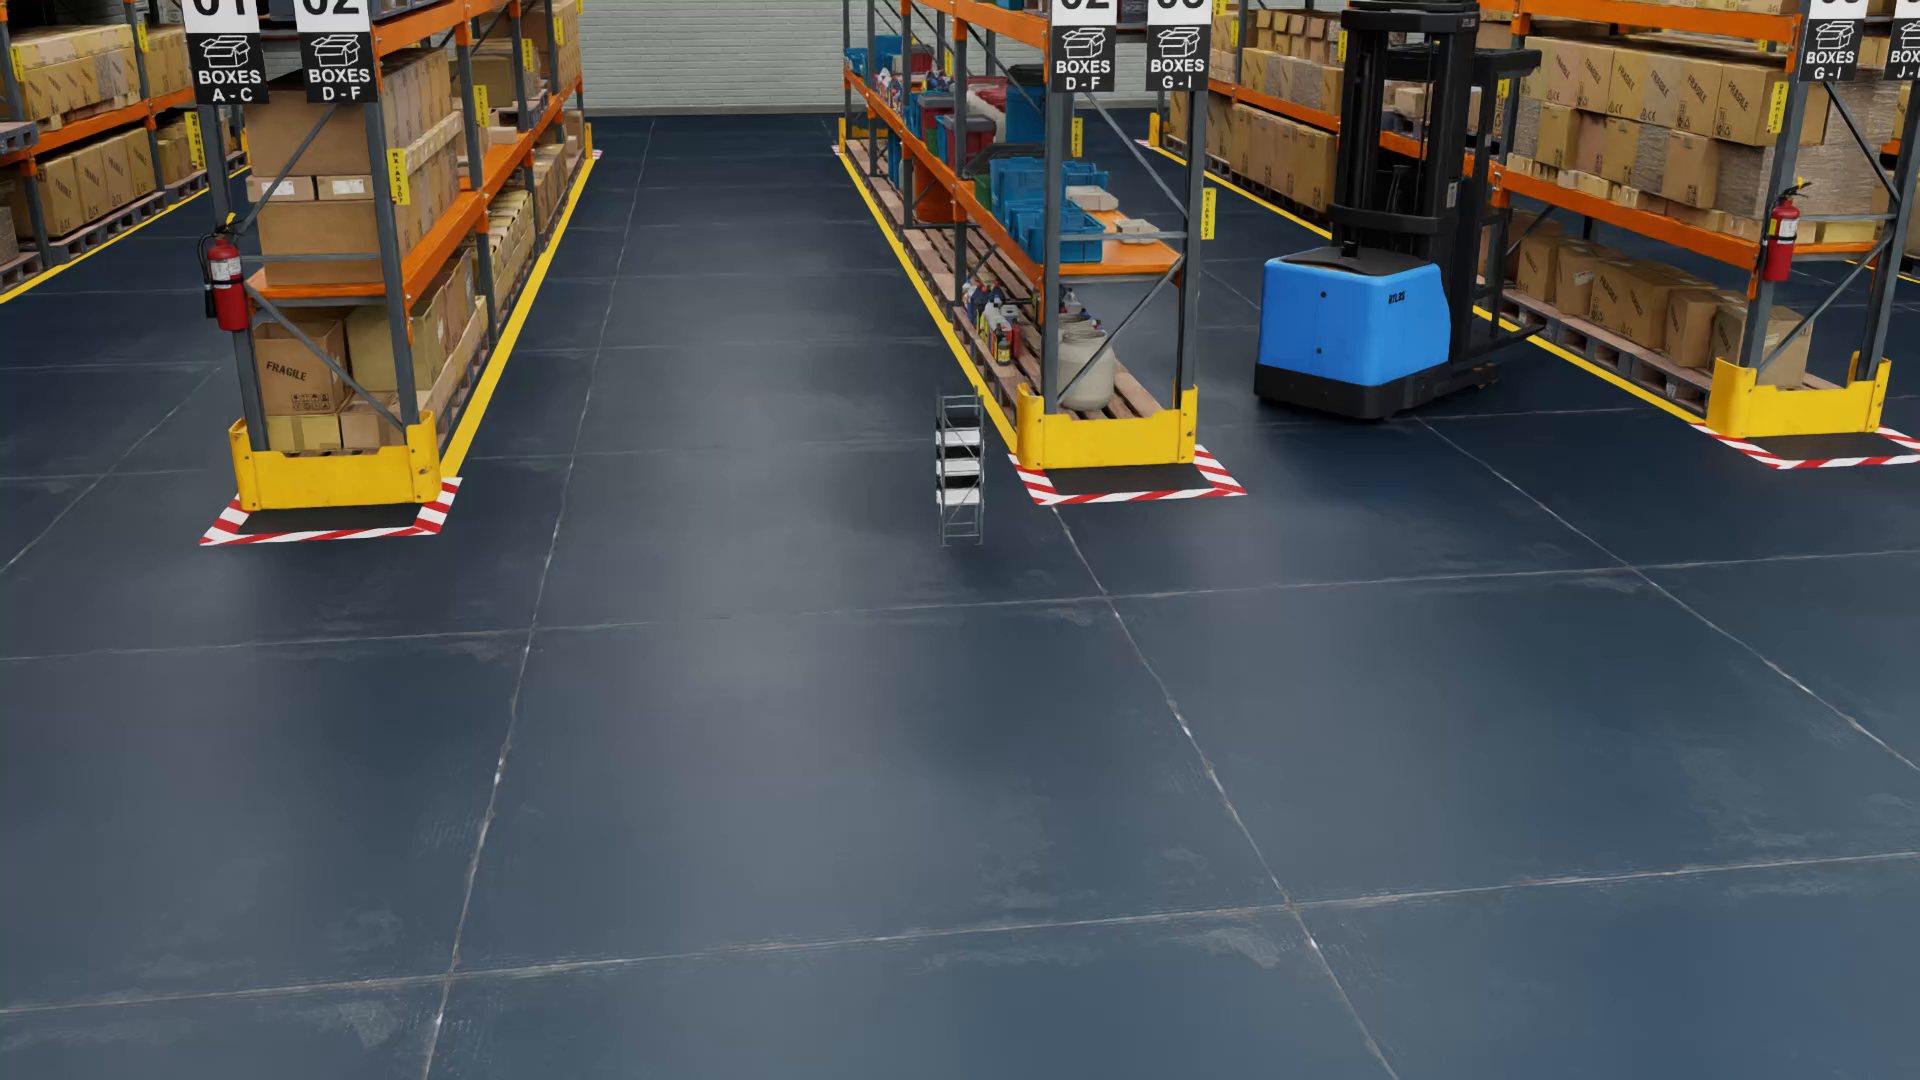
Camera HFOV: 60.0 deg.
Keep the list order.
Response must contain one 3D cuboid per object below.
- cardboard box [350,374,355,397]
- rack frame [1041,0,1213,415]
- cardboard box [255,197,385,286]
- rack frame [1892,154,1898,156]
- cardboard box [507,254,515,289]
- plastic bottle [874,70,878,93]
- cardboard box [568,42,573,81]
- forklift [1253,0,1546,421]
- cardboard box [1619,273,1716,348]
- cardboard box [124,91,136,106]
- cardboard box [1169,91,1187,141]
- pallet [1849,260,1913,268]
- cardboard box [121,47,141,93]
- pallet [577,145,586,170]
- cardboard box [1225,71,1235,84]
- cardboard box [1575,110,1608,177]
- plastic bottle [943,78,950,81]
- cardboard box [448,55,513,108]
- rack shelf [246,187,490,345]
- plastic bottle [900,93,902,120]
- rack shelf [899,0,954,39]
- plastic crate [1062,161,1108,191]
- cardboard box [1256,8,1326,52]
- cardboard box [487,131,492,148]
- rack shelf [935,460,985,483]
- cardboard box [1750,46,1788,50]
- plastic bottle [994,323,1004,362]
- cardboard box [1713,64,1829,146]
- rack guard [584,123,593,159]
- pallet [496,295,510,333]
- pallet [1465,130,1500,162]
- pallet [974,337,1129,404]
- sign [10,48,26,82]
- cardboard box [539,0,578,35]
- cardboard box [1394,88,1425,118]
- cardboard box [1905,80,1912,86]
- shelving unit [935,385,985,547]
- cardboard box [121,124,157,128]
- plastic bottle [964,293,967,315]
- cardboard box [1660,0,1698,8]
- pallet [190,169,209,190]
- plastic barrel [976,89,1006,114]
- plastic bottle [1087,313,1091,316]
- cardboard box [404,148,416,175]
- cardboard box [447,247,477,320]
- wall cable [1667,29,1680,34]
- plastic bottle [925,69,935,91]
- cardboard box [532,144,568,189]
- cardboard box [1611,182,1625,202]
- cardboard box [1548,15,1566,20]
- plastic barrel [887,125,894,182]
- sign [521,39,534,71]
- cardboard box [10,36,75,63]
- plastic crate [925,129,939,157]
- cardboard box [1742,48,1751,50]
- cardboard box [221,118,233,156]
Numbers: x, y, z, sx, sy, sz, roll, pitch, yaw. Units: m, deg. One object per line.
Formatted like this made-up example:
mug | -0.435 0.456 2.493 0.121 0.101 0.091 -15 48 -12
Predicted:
cardboard box | -4.323 -0.931 11.250 0.500 0.250 0.500 -3 21 -8
rack frame | 1.033 -1.927 10.589 1.000 3.000 0.127 -3 21 -8
cardboard box | -3.924 -1.888 10.340 0.700 0.500 0.500 -3 21 -8
rack frame | 14.010 -6.832 23.720 1.000 3.000 0.127 -3 21 -8
cardboard box | -4.409 -2.481 15.400 0.500 0.250 0.500 -4 21 -9
plastic bottle | -1.067 -5.879 21.336 0.061 0.283 0.133 -3 21 -8
cardboard box | -5.625 -6.597 22.949 0.500 0.500 0.500 -3 21 -9
forklift | 3.590 -2.654 12.632 1.130 2.935 3.031 19 28 41
cardboard box | 5.669 -1.843 13.335 0.500 0.500 0.500 -1 21 -3
cardboard box | -10.112 -5.285 19.910 0.380 0.149 0.250 -3 21 -7
cardboard box | 3.799 -6.700 25.806 0.875 0.875 0.875 -3 21 -8
pallet | 9.915 -3.157 17.868 1.003 0.211 1.213 -3 21 -8
cardboard box | -10.185 -5.631 19.908 0.500 0.500 0.500 -3 21 -9
pallet | -6.049 -5.610 24.434 1.003 0.211 1.213 -3 21 -8
cardboard box | 3.836 -6.303 22.664 0.380 0.149 0.250 -3 21 -7
cardboard box | 5.570 -3.246 13.552 0.875 0.500 0.500 -3 21 -8
plastic bottle | -0.176 -5.556 20.482 0.152 0.276 0.135 -3 21 -8
cardboard box | -5.225 -4.904 17.817 0.700 0.500 0.500 -10 23 -26
rack shelf | -4.158 -2.034 11.903 1.077 0.370 4.000 -3 21 -8
plastic bottle | -0.634 -4.841 18.557 0.061 0.283 0.133 -3 21 -8
rack shelf | 0.168 -5.073 15.752 1.077 0.370 4.000 -3 21 -8
plastic crate | 0.884 -2.873 13.334 0.499 0.251 0.616 -3 21 -8
cardboard box | 4.304 -6.628 21.598 0.797 0.503 0.637 -3 21 -9
cardboard box | -4.783 -3.892 16.209 0.380 0.149 0.250 -1 21 -4
rack shelf | -0.001 -0.393 9.578 0.258 0.077 0.200 -3 21 -8
cardboard box | 9.756 -5.868 20.047 0.380 0.149 0.250 -3 21 -8
plastic bottle | 0.299 -1.514 12.736 0.061 0.283 0.133 -2 21 -6
cardboard box | 5.610 -3.009 11.490 0.500 0.500 0.500 -3 21 -8
rack guard | -6.165 -6.021 25.122 1.175 0.500 0.348 -3 21 -8
pallet | -4.591 -2.010 14.797 1.003 0.211 1.213 -3 21 -8
pallet | 5.391 -3.744 15.727 1.003 0.211 1.213 -3 21 -8
pallet | 0.691 -1.348 13.023 1.003 0.211 1.213 -3 21 -8
sign | -9.389 -4.733 16.560 0.100 0.325 0.005 -3 21 -8
cardboard box | -5.840 -7.593 24.188 0.500 0.500 0.500 -3 21 -8
cardboard box | 4.795 -4.481 17.042 0.500 0.250 0.500 -4 21 -9
cardboard box | 10.054 -4.817 16.754 0.700 0.500 0.500 -3 21 -7
shelving unit | -0.001 -0.424 9.566 0.258 0.900 0.210 -3 21 -8
cardboard box | -10.799 -5.389 21.904 0.380 0.149 0.250 -4 21 -9
plastic bottle | 0.083 -2.040 14.261 0.097 0.201 0.097 0 20 0
cardboard box | 5.472 -4.017 12.110 0.500 0.250 0.500 -2 21 -7
pallet | -10.712 -4.966 22.712 1.003 0.211 1.213 -3 21 -8
plastic barrel | 0.367 -4.122 16.271 0.433 0.535 0.433 0 20 0
plastic bottle | 1.016 -1.652 13.122 0.097 0.271 0.097 0 20 0
cardboard box | -3.864 -2.533 11.142 0.380 0.149 0.250 -4 21 -10
cardboard box | -4.103 -2.000 13.042 0.500 0.500 0.500 -3 21 -8
wall cable | 14.000 -10.719 32.677 0.588 1.984 0.122 -3 21 -8
plastic bottle | -0.357 -5.686 20.723 0.144 0.351 0.185 -3 21 -8
cardboard box | -5.245 -4.712 20.989 0.500 0.500 0.500 -3 21 -8
cardboard box | 5.401 -2.752 13.155 0.380 0.149 0.250 -3 21 -8
cardboard box | 8.711 -7.529 23.591 0.500 0.500 0.500 -4 21 -9
plastic barrel | -0.636 -5.106 21.500 0.600 0.901 0.708 -3 21 -8
sign | -4.474 -5.020 17.215 0.100 0.325 0.005 -3 21 -8
cardboard box | -9.889 -5.273 17.880 0.500 0.250 0.500 -3 21 -7
plastic crate | -0.074 -3.802 15.910 0.450 0.188 0.662 -3 21 -8
cardboard box | 9.145 -5.753 19.742 0.380 0.149 0.250 -3 21 -8
cardboard box | -10.878 -5.756 23.812 0.700 0.500 0.500 -3 21 -8
